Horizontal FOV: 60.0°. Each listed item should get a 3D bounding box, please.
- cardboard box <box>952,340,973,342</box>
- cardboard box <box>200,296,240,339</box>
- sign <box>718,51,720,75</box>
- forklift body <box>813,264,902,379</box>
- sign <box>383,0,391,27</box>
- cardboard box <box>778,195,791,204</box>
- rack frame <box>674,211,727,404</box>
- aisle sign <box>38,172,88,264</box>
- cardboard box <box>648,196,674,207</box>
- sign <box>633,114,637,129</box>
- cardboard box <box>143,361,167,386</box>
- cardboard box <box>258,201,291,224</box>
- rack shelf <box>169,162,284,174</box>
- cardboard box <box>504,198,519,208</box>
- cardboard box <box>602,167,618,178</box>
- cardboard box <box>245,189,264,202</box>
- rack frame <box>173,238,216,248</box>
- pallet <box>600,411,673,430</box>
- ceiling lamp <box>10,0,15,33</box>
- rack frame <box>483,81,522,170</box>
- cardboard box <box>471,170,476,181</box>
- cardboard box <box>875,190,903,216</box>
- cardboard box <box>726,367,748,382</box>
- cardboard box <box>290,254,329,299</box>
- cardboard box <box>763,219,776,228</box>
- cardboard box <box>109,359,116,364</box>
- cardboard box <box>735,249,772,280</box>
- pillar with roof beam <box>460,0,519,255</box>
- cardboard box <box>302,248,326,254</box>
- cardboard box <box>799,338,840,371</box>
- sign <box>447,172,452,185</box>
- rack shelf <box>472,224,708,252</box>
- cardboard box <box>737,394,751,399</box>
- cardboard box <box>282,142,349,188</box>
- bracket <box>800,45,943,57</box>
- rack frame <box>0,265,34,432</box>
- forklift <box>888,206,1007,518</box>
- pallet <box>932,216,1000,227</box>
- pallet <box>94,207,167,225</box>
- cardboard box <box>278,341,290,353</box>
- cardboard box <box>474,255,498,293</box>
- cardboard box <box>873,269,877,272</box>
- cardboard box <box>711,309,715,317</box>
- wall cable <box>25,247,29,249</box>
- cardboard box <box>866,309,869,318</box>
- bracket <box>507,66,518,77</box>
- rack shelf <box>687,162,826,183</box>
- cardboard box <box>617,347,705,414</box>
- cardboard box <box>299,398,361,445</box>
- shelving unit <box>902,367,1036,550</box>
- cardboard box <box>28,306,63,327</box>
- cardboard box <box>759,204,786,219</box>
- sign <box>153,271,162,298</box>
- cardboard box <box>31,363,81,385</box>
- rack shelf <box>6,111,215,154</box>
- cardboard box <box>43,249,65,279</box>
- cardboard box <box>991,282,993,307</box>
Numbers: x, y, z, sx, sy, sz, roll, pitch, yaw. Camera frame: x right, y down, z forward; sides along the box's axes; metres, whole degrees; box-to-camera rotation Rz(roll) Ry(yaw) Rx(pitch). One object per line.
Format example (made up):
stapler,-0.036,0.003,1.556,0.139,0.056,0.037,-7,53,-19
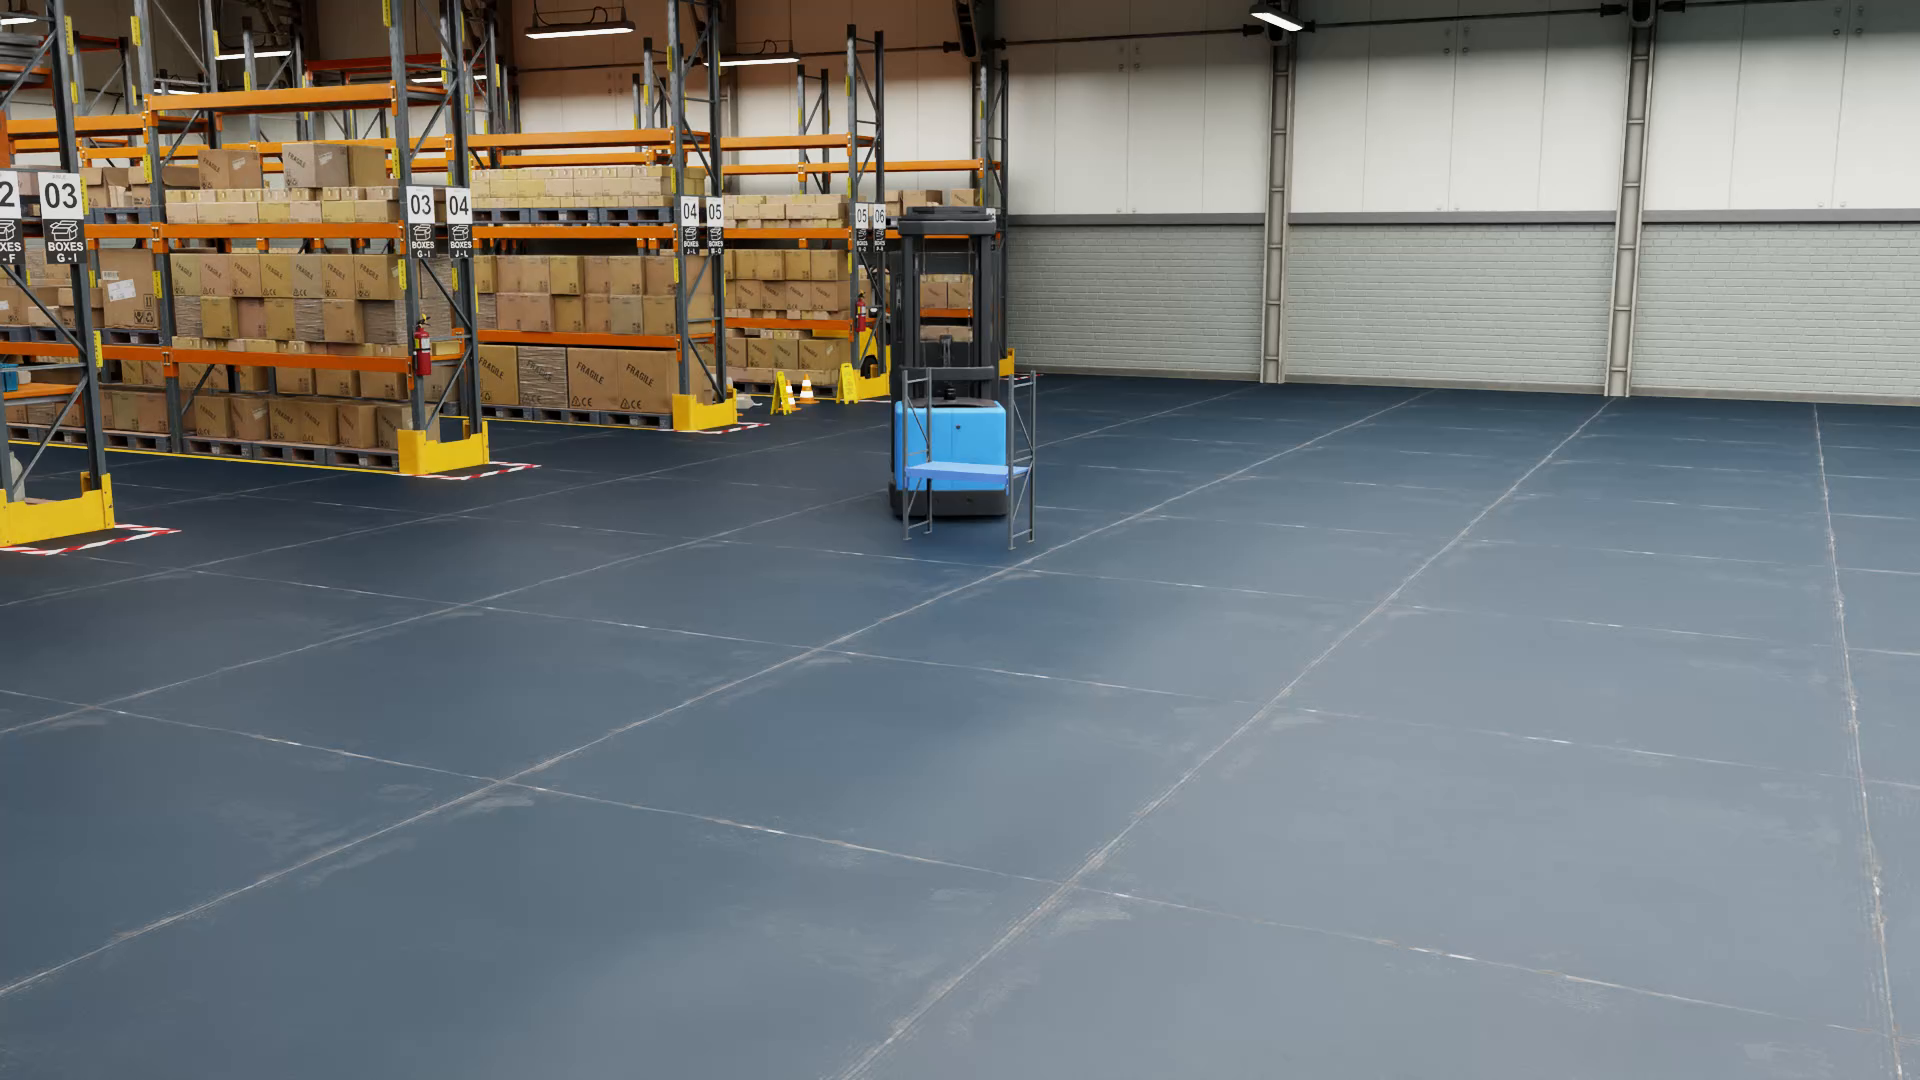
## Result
cardboard box,0.082,-3.771,32.279,0.500,0.250,0.500,5,11,25
cardboard box,-8.699,-2.727,20.260,0.500,0.500,0.875,5,11,26
sign,-3.384,-6.669,23.242,0.005,0.325,0.100,5,11,26
forklift body,-1.851,-4.123,31.472,1.214,2.155,2.313,5,11,26
sign,-6.185,-5.709,17.941,0.005,0.325,0.100,5,11,26
cardboard box,-2.842,-5.706,27.879,0.250,0.149,0.380,5,11,26
rack frame,-3.636,-3.091,23.386,0.127,3.000,1.000,5,11,26
aisle sign,-7.918,-2.836,14.678,0.004,0.787,0.394,5,11,26
cardboard box,-4.084,-4.671,22.941,0.250,0.149,0.380,5,11,26
sign,-6.749,-8.676,34.556,0.005,0.325,0.100,5,11,26
cardboard box,-13.376,-2.871,28.012,0.500,0.500,0.500,6,12,28
cardboard box,-7.824,-3.826,19.445,0.500,0.250,0.500,5,11,25
rack shelf,-14.091,-7.394,33.459,4.000,0.370,1.077,5,11,26
cardboard box,-6.366,-4.872,24.048,0.250,0.149,0.380,5,11,25
cardboard box,-4.774,-5.124,23.204,0.250,0.149,0.380,5,12,27
cardboard box,-8.167,-4.049,19.558,0.250,0.149,0.380,5,11,25
rack frame,-15.884,-5.150,34.765,0.127,3.000,1.000,5,11,26
pallet,-4.387,-1.769,23.914,1.213,0.211,1.003,5,11,26
ceiling lamp,-19.364,-10.799,32.740,0.800,3.185,2.000,5,11,26
rack frame,-10.104,-8.580,36.871,0.127,3.000,1.000,5,11,26
cardboard box,-7.047,-5.324,24.307,0.250,0.149,0.380,5,11,26
cardboard box,-1.230,-6.610,32.658,0.637,0.503,0.797,5,12,28
cardboard box,-3.753,-2.887,28.801,0.500,0.250,0.500,5,11,25
cardboard box,-7.422,-3.077,19.383,0.500,0.500,0.500,5,11,26
cardboard box,-3.116,-5.331,28.044,0.250,0.149,0.380,5,11,24
cardboard box,-14.831,-3.120,28.700,0.250,0.149,0.380,5,12,27
cardboard box,-3.430,-4.709,28.402,0.500,0.500,0.700,5,11,25
pillar with roof beam,-12.235,-8.091,34.170,0.548,9.000,9.100,5,11,26
cardboard box,-12.714,-5.669,32.721,0.250,0.149,0.380,5,11,25
cardboard box,-2.370,-3.134,28.058,0.500,0.500,0.500,5,11,26
sign,-7.454,-5.204,24.304,0.005,0.325,0.100,5,11,26
rack shelf,-5.429,-4.371,24.054,4.000,0.370,1.077,5,11,26
cardboard box,-3.604,-2.267,26.840,0.380,0.149,0.250,-7,12,-33
cardboard box,-7.423,-4.306,19.158,0.500,0.500,0.500,5,11,26
bracket,-2.408,-9.784,33.413,4.783,0.066,0.076,5,11,26
rack frame,-13.095,-2.937,22.537,0.127,3.000,1.000,5,11,26
forklift,-0.167,-1.868,16.822,1.130,2.935,3.031,-1,10,-4
pallet,0.034,-6.175,32.252,1.213,0.211,1.003,5,11,26
pallet,-10.014,-4.071,20.907,1.003,0.211,1.213,5,11,26
cardboard box,-7.853,-2.305,19.748,0.250,0.149,0.380,5,11,26
cardboard box,-6.907,-3.977,24.827,0.550,0.550,0.875,5,11,26
cardboard box,-1.585,-5.351,32.937,0.250,0.149,0.380,5,11,26
cardboard box,-4.275,-3.952,28.851,0.250,0.149,0.380,5,12,28
wall cable,-20.951,-6.106,37.106,0.123,1.953,0.585,5,11,26
cardboard box,-1.749,-3.826,28.151,0.250,0.149,0.380,5,11,26
bracket,-10.115,-10.461,37.155,0.430,0.232,0.235,5,11,26
rack shelf,-4.724,-7.557,34.358,4.000,0.370,1.077,5,11,26
cardboard box,-4.273,-2.295,23.775,0.875,0.875,0.875,5,11,26
cardboard box,-7.578,-1.429,20.045,0.500,0.500,0.500,6,12,31
shelving unit,0.077,-0.731,14.560,1.048,1.500,0.538,5,11,26
cardboard box,-11.694,-2.901,21.580,0.500,0.250,0.500,5,11,24
cardboard box,-3.032,-5.515,27.945,0.500,0.250,0.500,5,12,27
sign,-9.750,-3.103,20.200,0.005,0.325,0.100,5,11,26
cardboard box,-12.001,-2.204,22.166,0.500,0.250,0.500,7,12,32
rack shelf,-11.301,-5.181,21.231,4.000,0.370,1.077,5,11,26
cardboard box,-15.404,-4.758,28.673,0.500,0.500,0.500,5,11,24
cardboard box,0.336,-4.815,32.632,0.500,0.500,0.500,5,12,28
